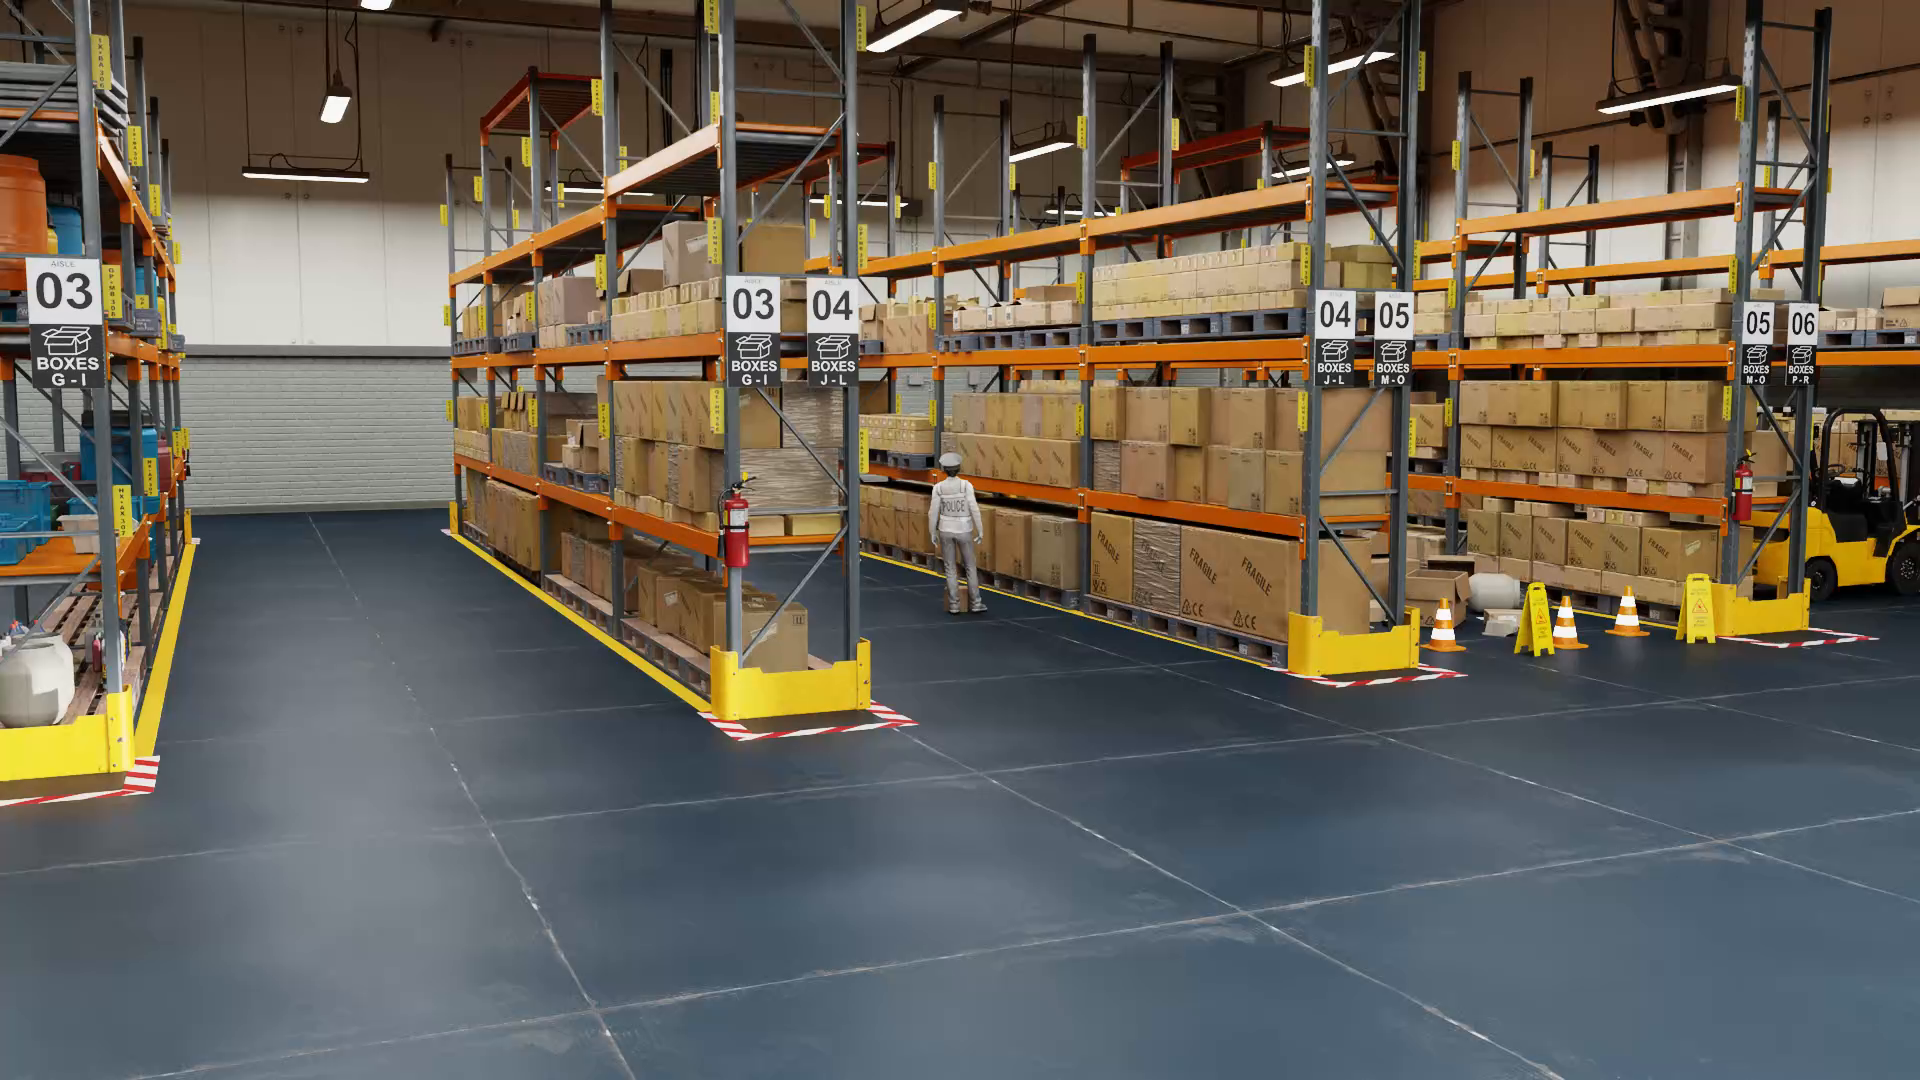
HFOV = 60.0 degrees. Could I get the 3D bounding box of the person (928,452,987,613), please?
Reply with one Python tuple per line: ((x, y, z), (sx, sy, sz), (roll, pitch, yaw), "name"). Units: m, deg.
((-0.032, -0.078, 17.544), (0.586, 1.694, 0.532), (1, 6, 9), "person")
